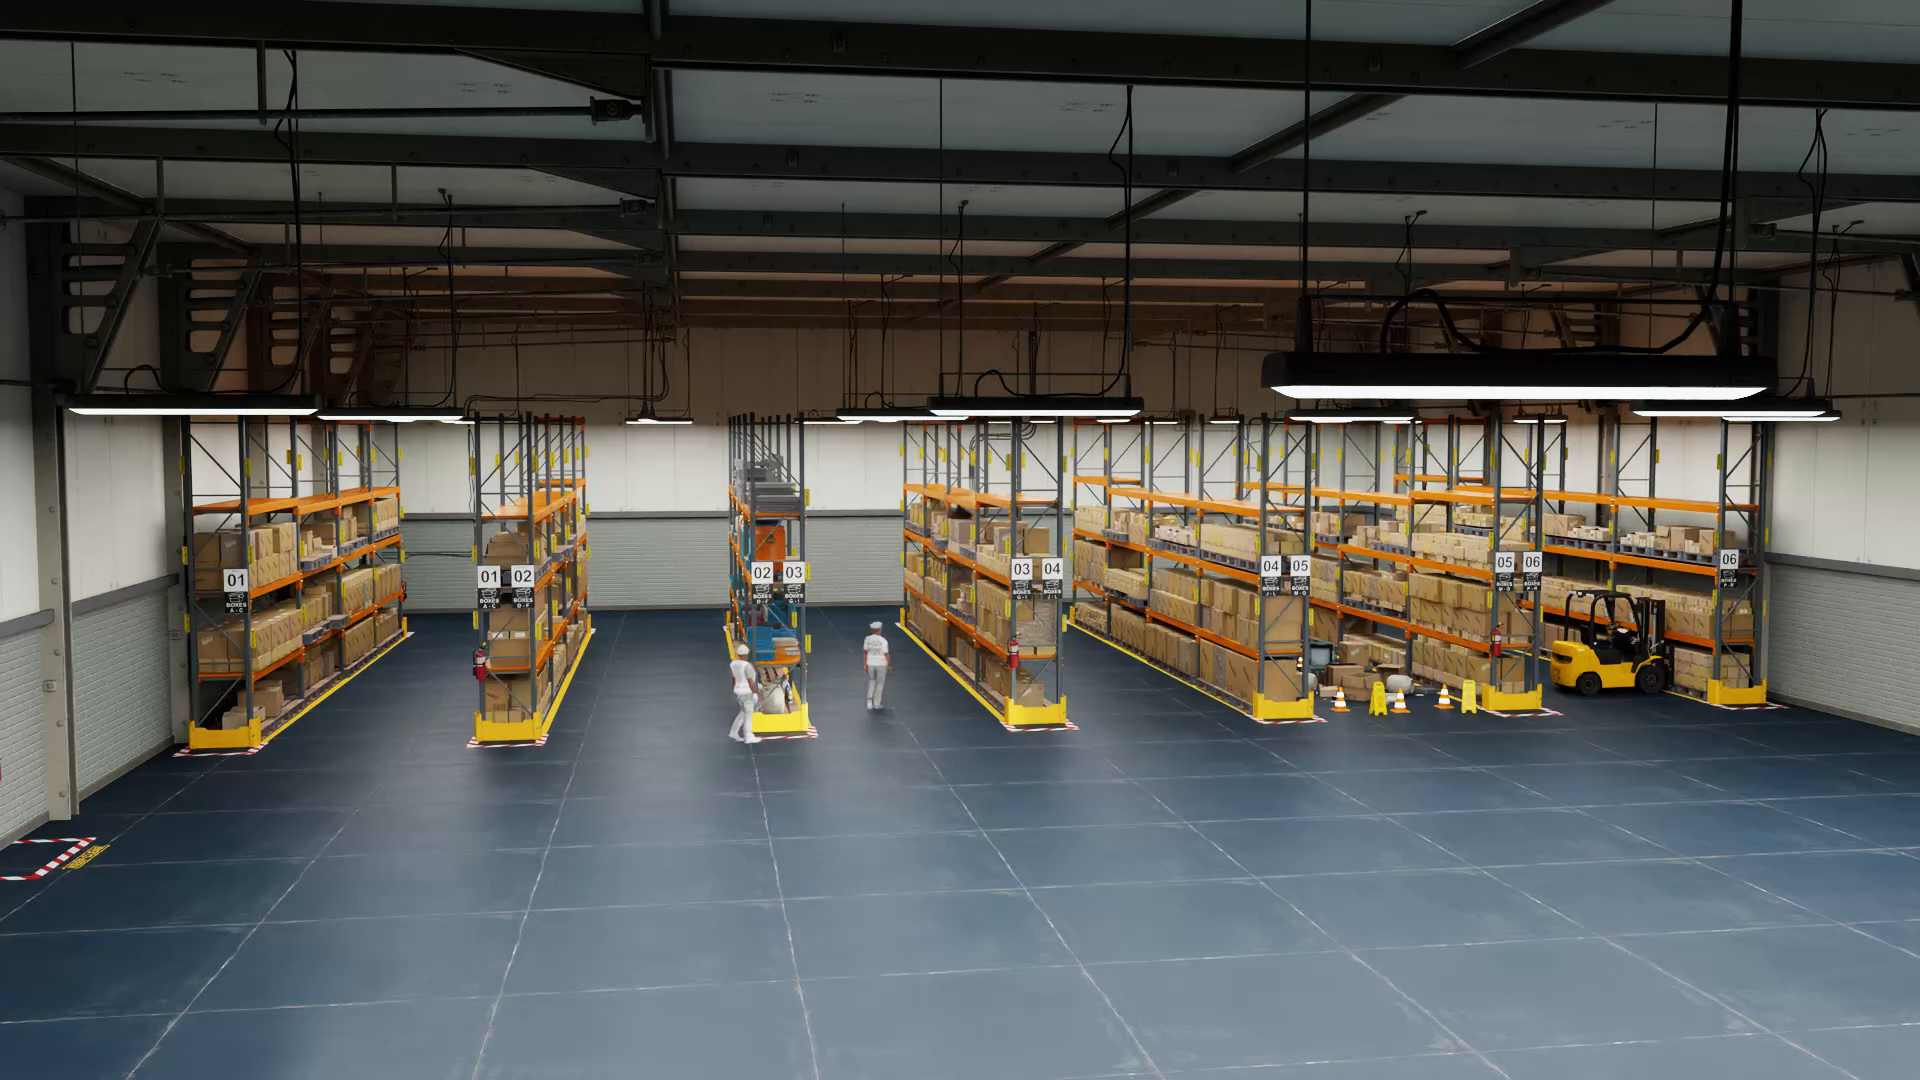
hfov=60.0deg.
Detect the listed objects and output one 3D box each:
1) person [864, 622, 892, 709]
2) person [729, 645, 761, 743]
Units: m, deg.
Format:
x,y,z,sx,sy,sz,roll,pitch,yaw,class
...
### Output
x,y,z,sx,sy,sz,roll,pitch,yaw,class
-1.662,2.547,33.707,0.556,1.809,0.465,2,4,24,person
-3.896,2.789,30.202,0.513,1.794,0.611,-2,4,-27,person
